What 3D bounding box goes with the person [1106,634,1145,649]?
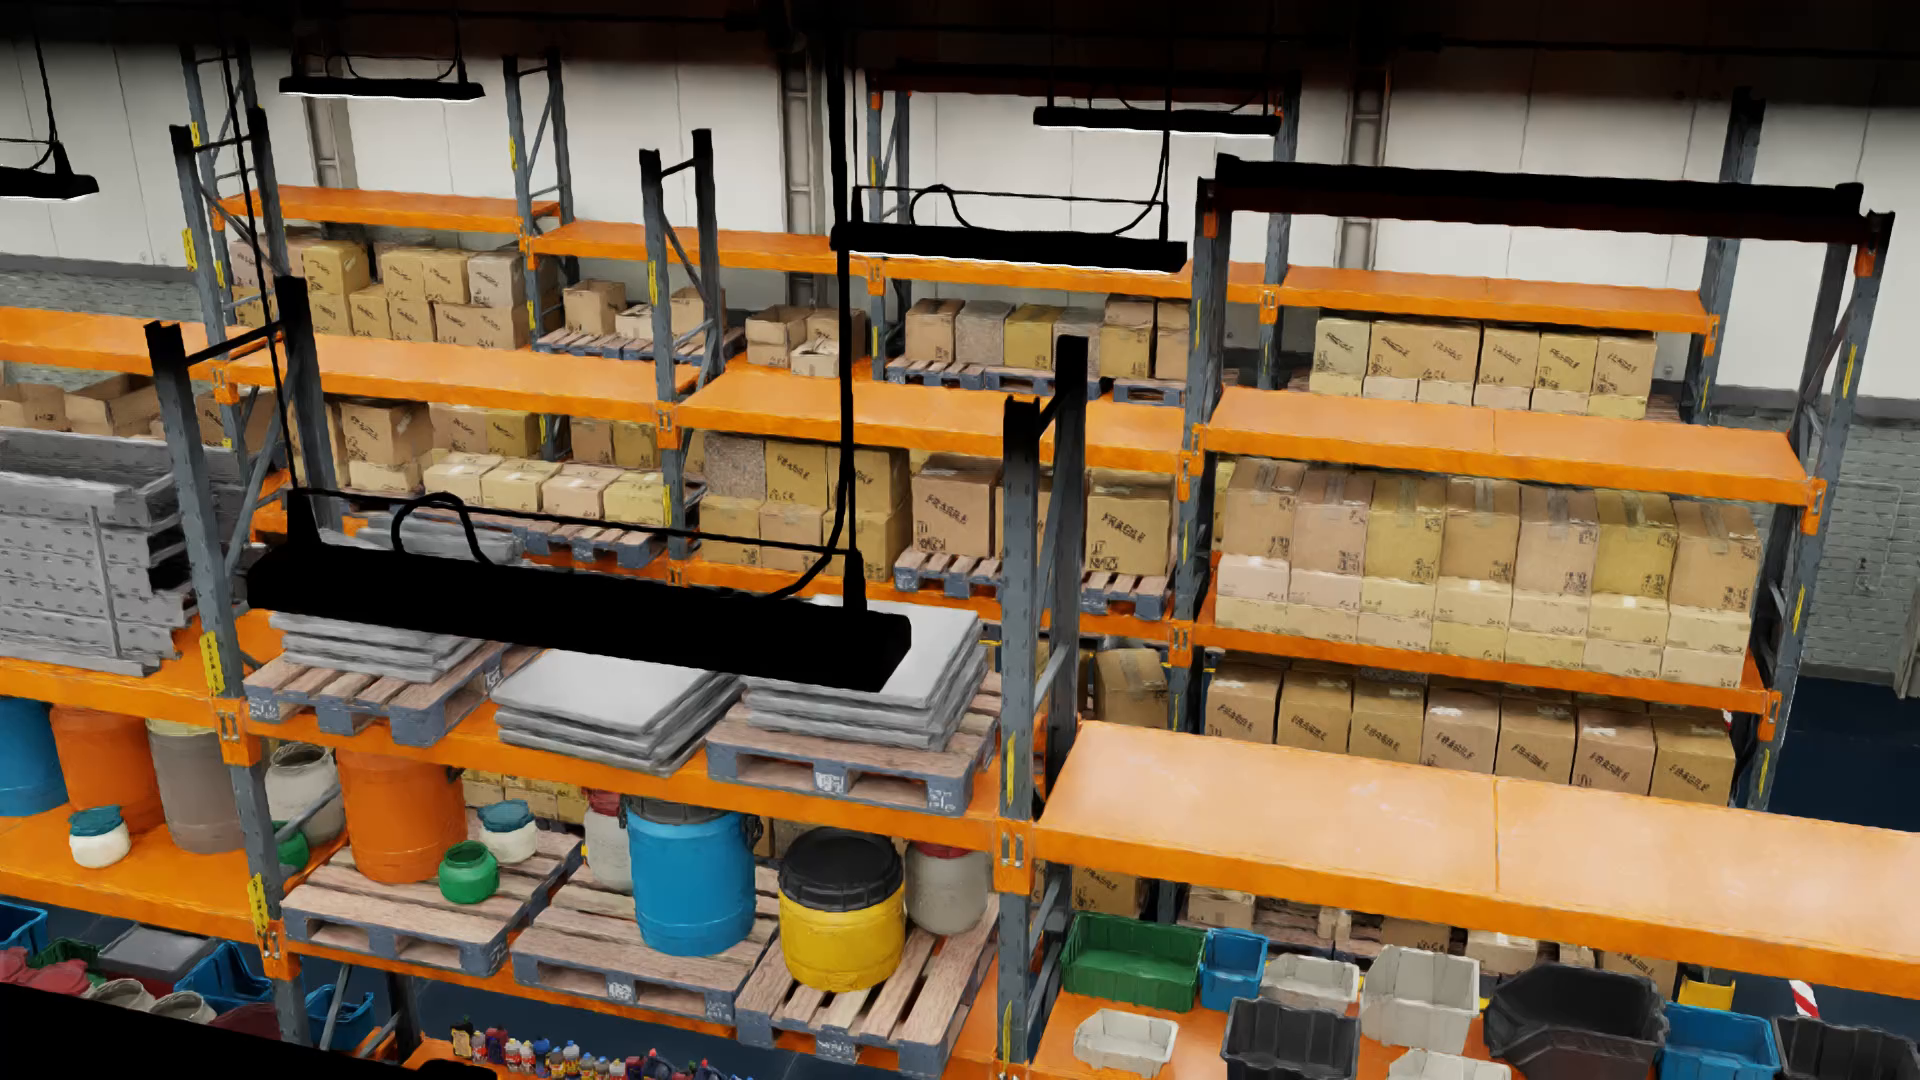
[{"bbox_3d":[1.713,0.894,16.484,0.798,1.532,0.500,6,23,14],"label":"person"}]
